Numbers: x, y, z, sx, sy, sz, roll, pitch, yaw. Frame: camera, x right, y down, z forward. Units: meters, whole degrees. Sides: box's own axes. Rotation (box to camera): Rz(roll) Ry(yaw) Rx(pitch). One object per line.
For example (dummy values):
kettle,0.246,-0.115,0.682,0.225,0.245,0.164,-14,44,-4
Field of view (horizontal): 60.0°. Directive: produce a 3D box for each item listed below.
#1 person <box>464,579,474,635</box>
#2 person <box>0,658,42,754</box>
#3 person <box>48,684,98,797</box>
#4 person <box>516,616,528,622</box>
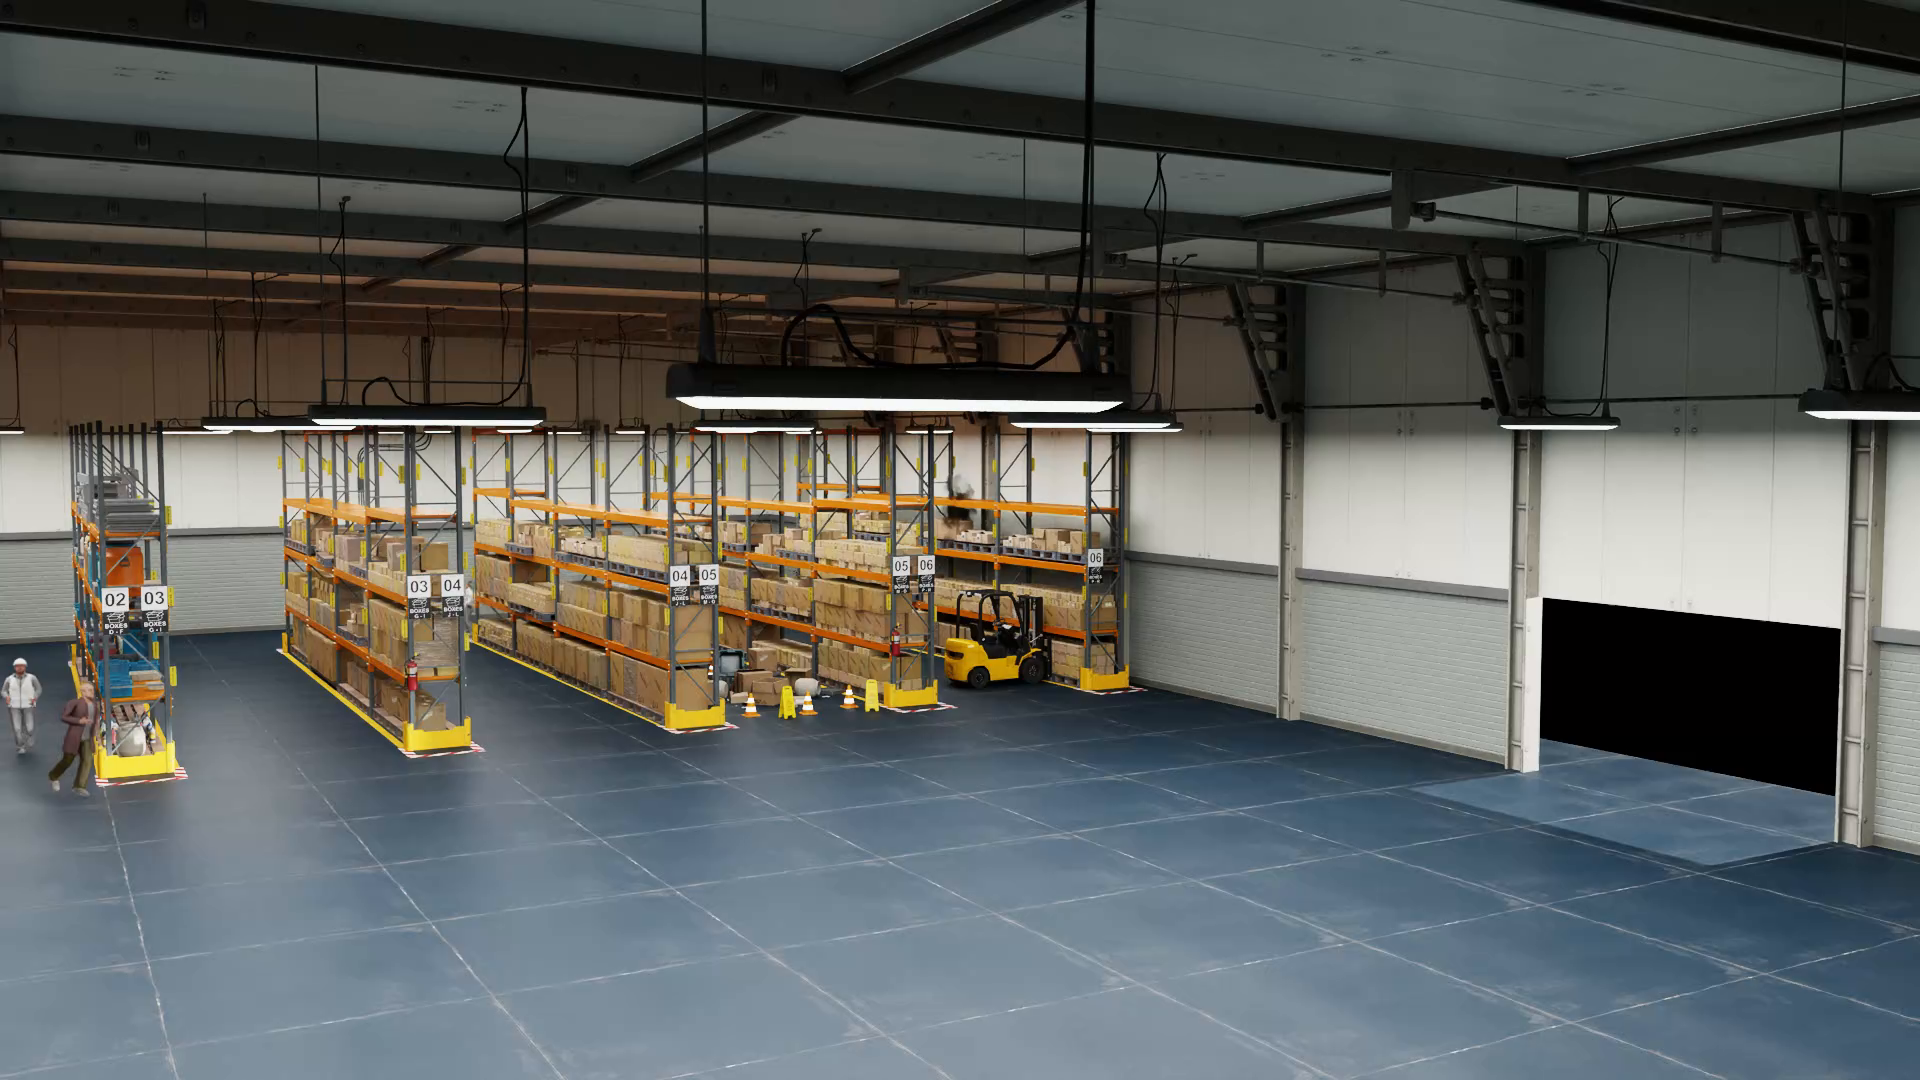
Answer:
person,-14.141,1.959,47.675,0.589,1.682,0.608,-3,5,-43
person,-16.964,3.003,30.052,0.656,1.721,0.569,-2,4,-26
person,-14.134,3.235,26.779,1.015,1.659,0.717,2,4,31
person,-12.729,1.921,48.075,0.497,1.674,0.728,2,4,25
